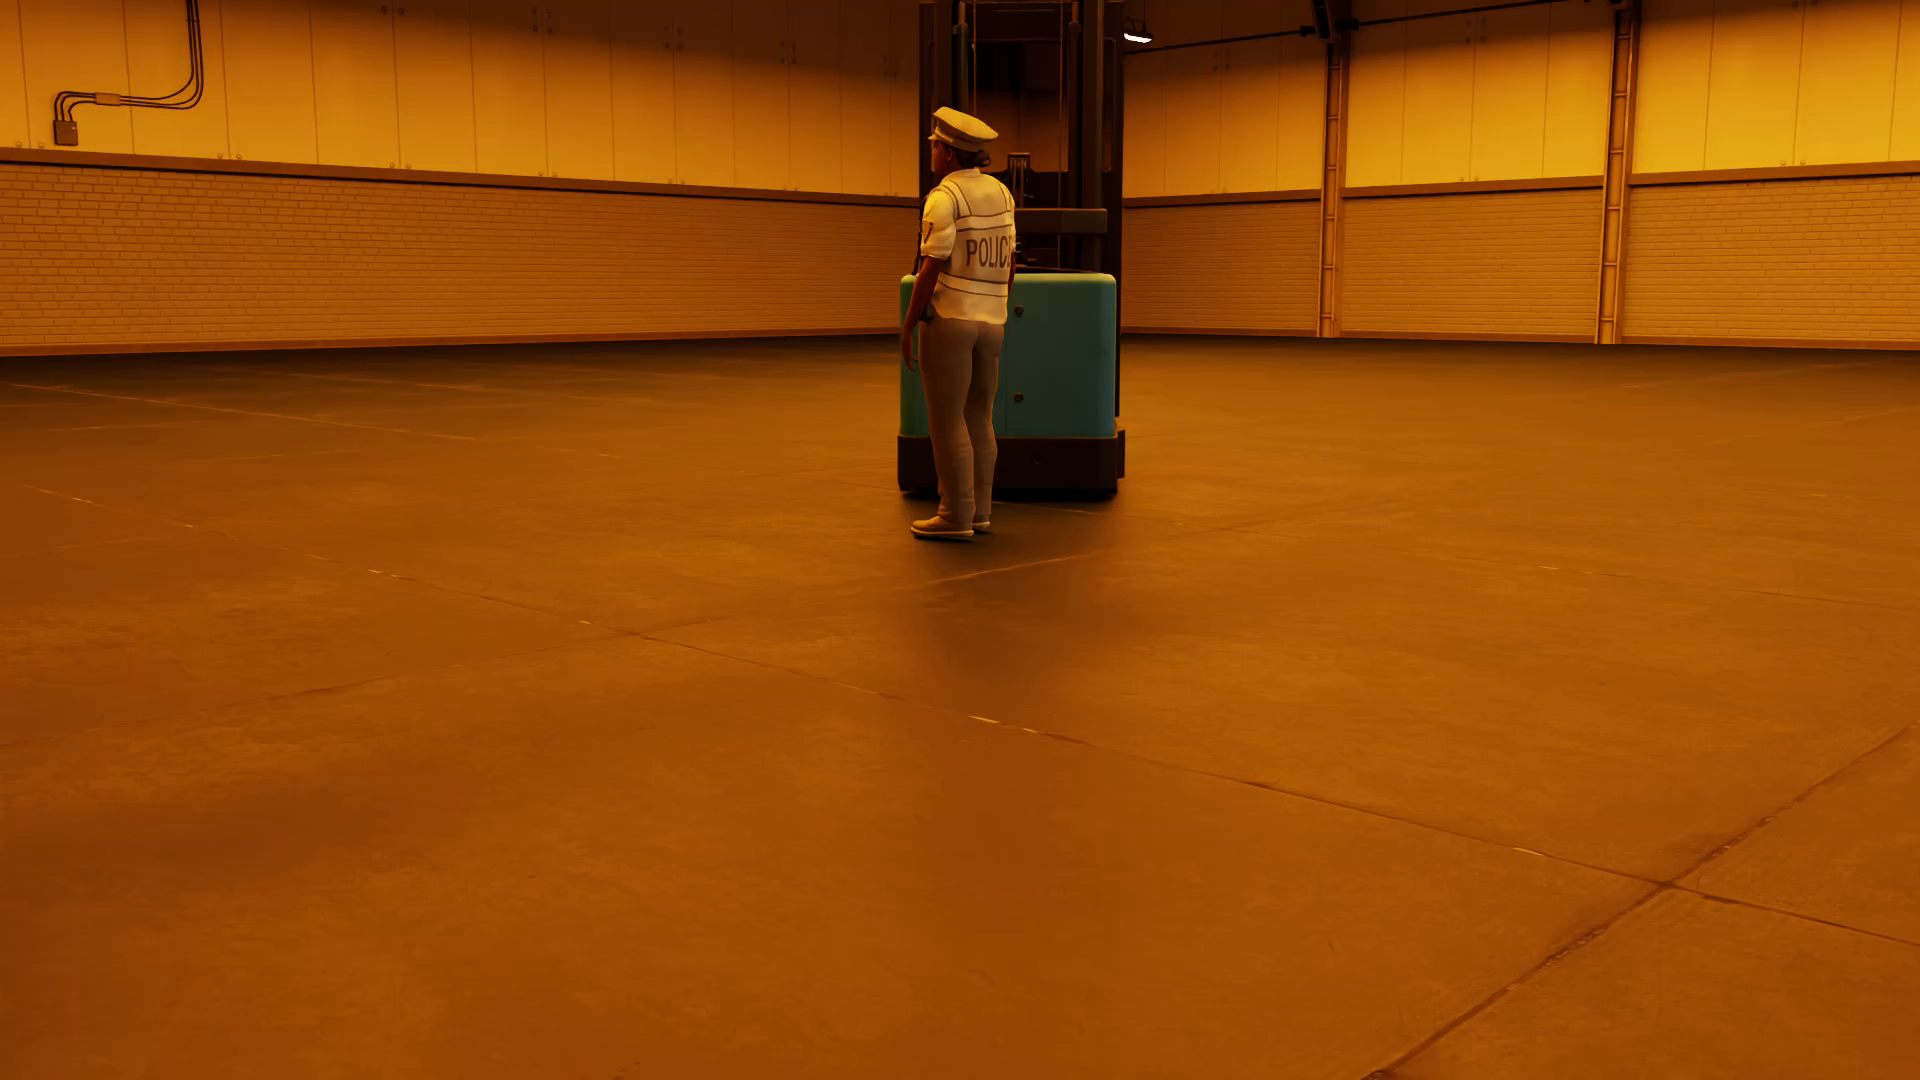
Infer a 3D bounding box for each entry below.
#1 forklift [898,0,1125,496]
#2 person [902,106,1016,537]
[{"bbox_3d":[0.347,-1.848,9.145,1.130,2.935,3.031,1,9,5],"label":"forklift"},{"bbox_3d":[-0.040,-0.855,6.656,0.530,1.694,0.569,8,12,43],"label":"person"}]
